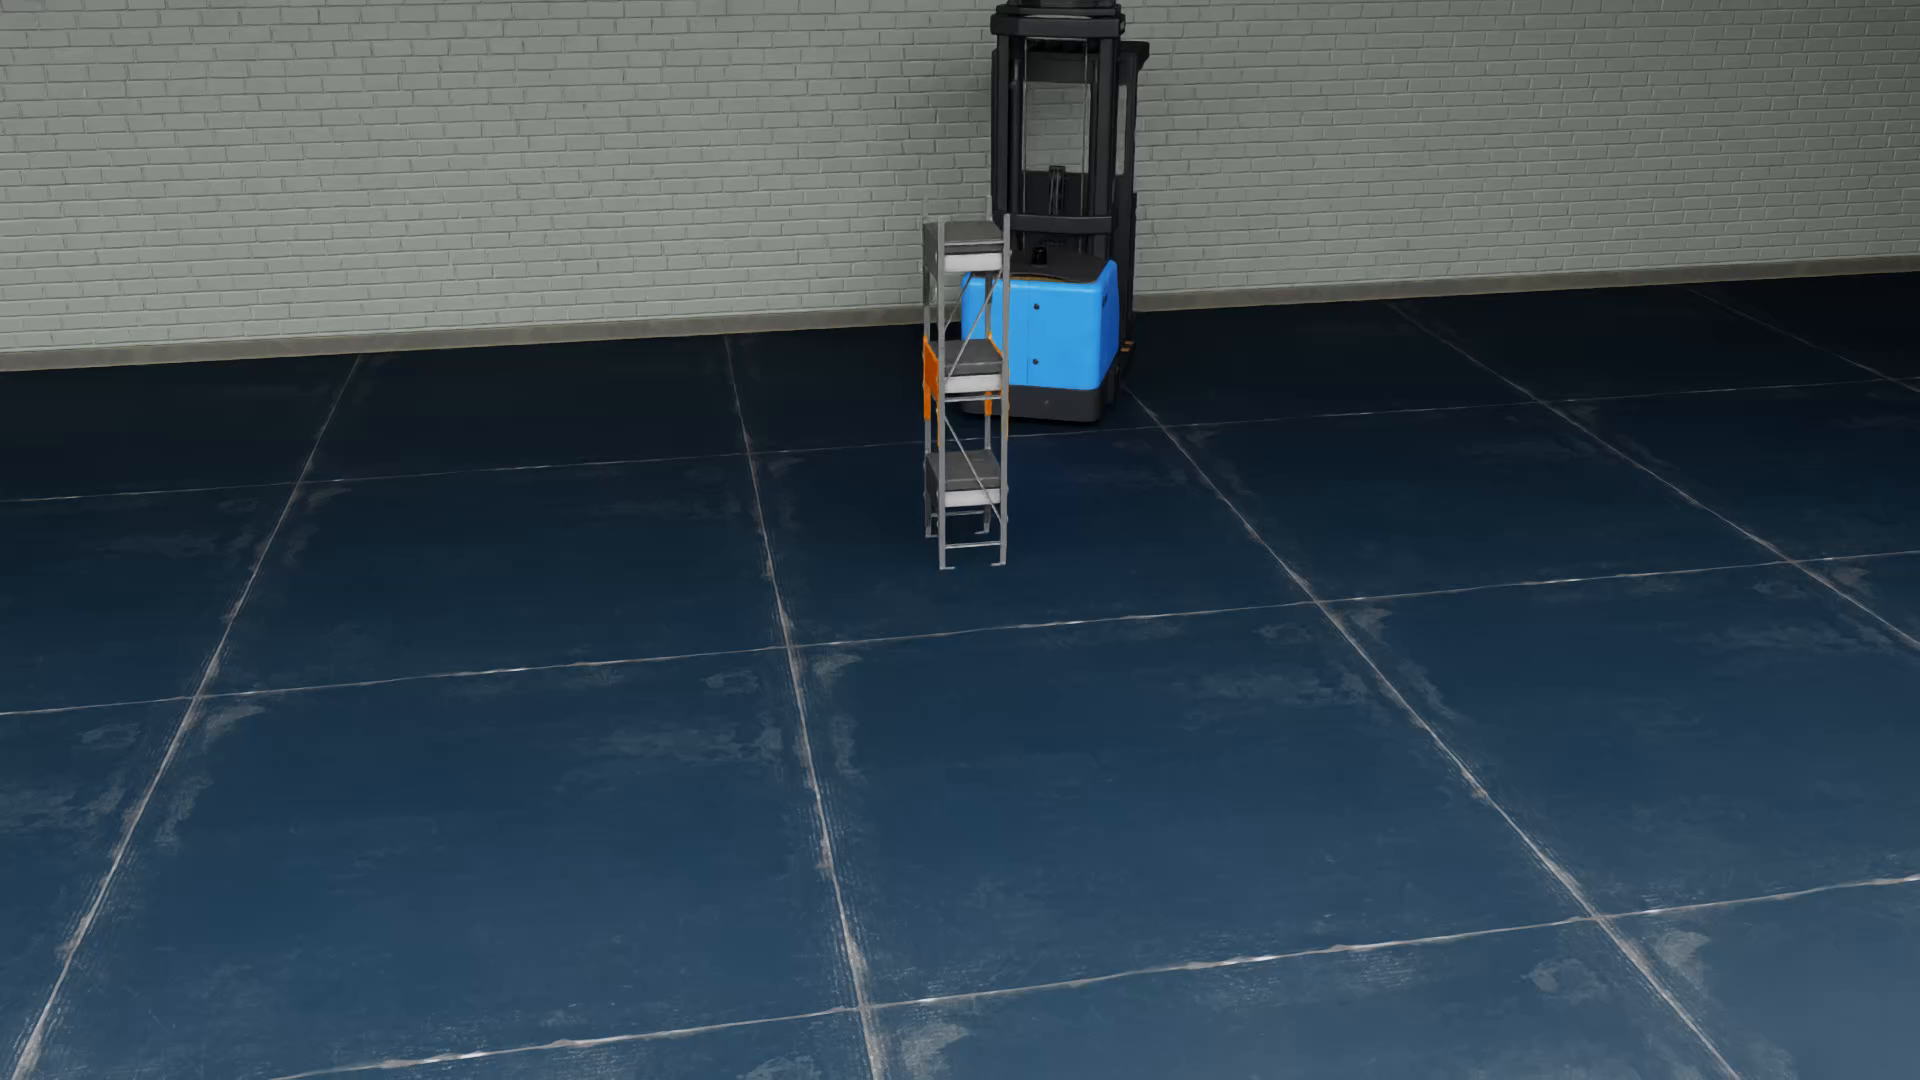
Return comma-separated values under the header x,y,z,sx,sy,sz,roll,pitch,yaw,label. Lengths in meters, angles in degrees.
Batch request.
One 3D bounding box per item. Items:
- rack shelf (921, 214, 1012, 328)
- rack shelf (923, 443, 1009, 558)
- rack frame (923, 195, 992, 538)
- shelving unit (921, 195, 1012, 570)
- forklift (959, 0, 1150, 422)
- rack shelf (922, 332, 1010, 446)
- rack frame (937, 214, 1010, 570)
x,y,z,sx,sy,sz,roll,pitch,yaw,label
0.031,-1.526,9.406,0.431,0.518,0.480,-4,24,-10,rack shelf
0.031,-0.243,9.966,0.431,0.518,0.480,-4,24,-10,rack shelf
-0.015,-0.993,9.900,0.400,2.100,0.015,-4,24,-10,rack frame
0.031,-0.897,9.681,0.431,2.100,0.503,-4,24,-10,shelving unit
0.831,-2.758,12.902,1.130,2.935,3.031,5,24,12,forklift
0.031,-0.885,9.686,0.431,0.518,0.480,-4,24,-10,rack shelf
0.076,-0.801,9.461,0.400,2.100,0.015,-4,24,-10,rack frame
